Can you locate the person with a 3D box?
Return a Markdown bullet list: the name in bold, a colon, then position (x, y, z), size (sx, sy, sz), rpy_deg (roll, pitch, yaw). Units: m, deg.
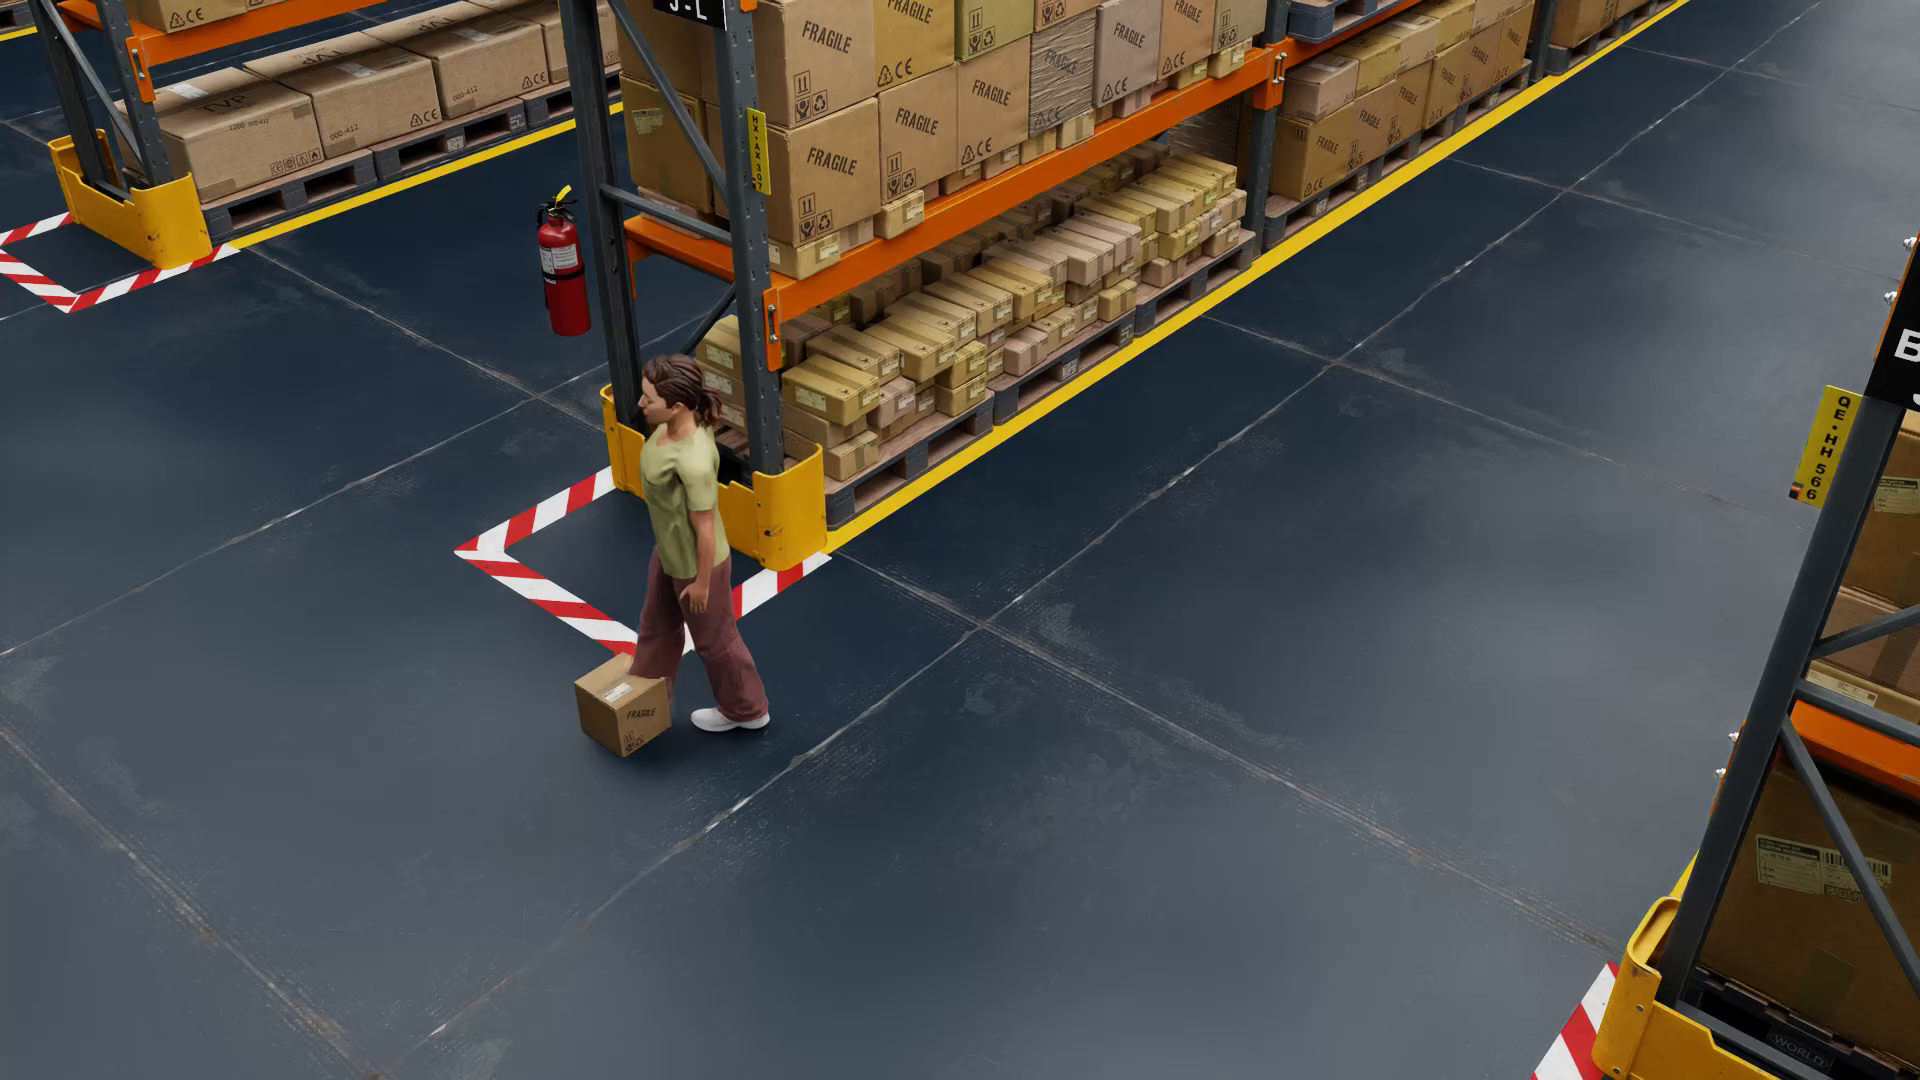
- **person**: position (-1.085, 0.070, 6.037), size (0.680, 1.665, 0.465), rpy_deg (-9, 36, -13)
